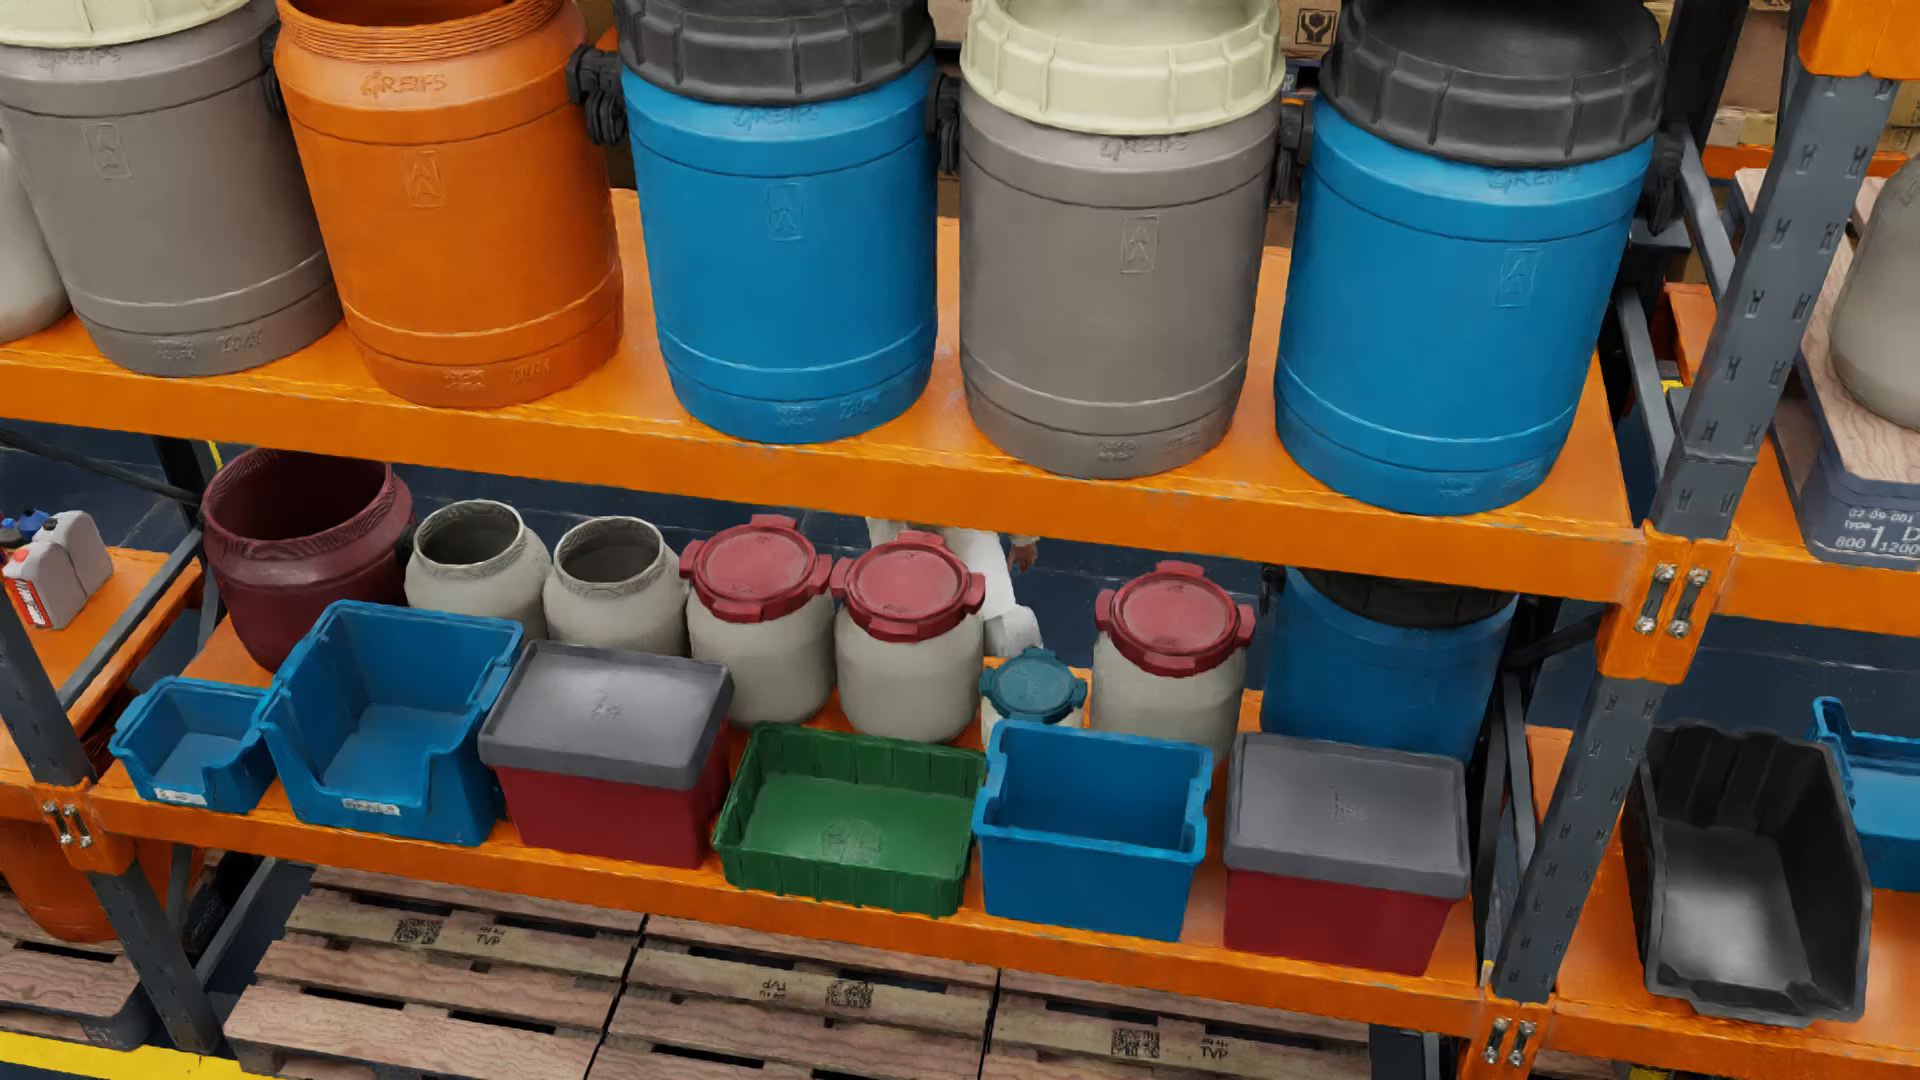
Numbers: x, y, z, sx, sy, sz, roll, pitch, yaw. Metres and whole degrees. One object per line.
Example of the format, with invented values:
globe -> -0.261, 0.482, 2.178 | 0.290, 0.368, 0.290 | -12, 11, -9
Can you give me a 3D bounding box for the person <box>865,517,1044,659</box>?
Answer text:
person -> -0.031, 0.023, 6.153 | 0.740, 1.742, 0.607 | 10, 41, 12
